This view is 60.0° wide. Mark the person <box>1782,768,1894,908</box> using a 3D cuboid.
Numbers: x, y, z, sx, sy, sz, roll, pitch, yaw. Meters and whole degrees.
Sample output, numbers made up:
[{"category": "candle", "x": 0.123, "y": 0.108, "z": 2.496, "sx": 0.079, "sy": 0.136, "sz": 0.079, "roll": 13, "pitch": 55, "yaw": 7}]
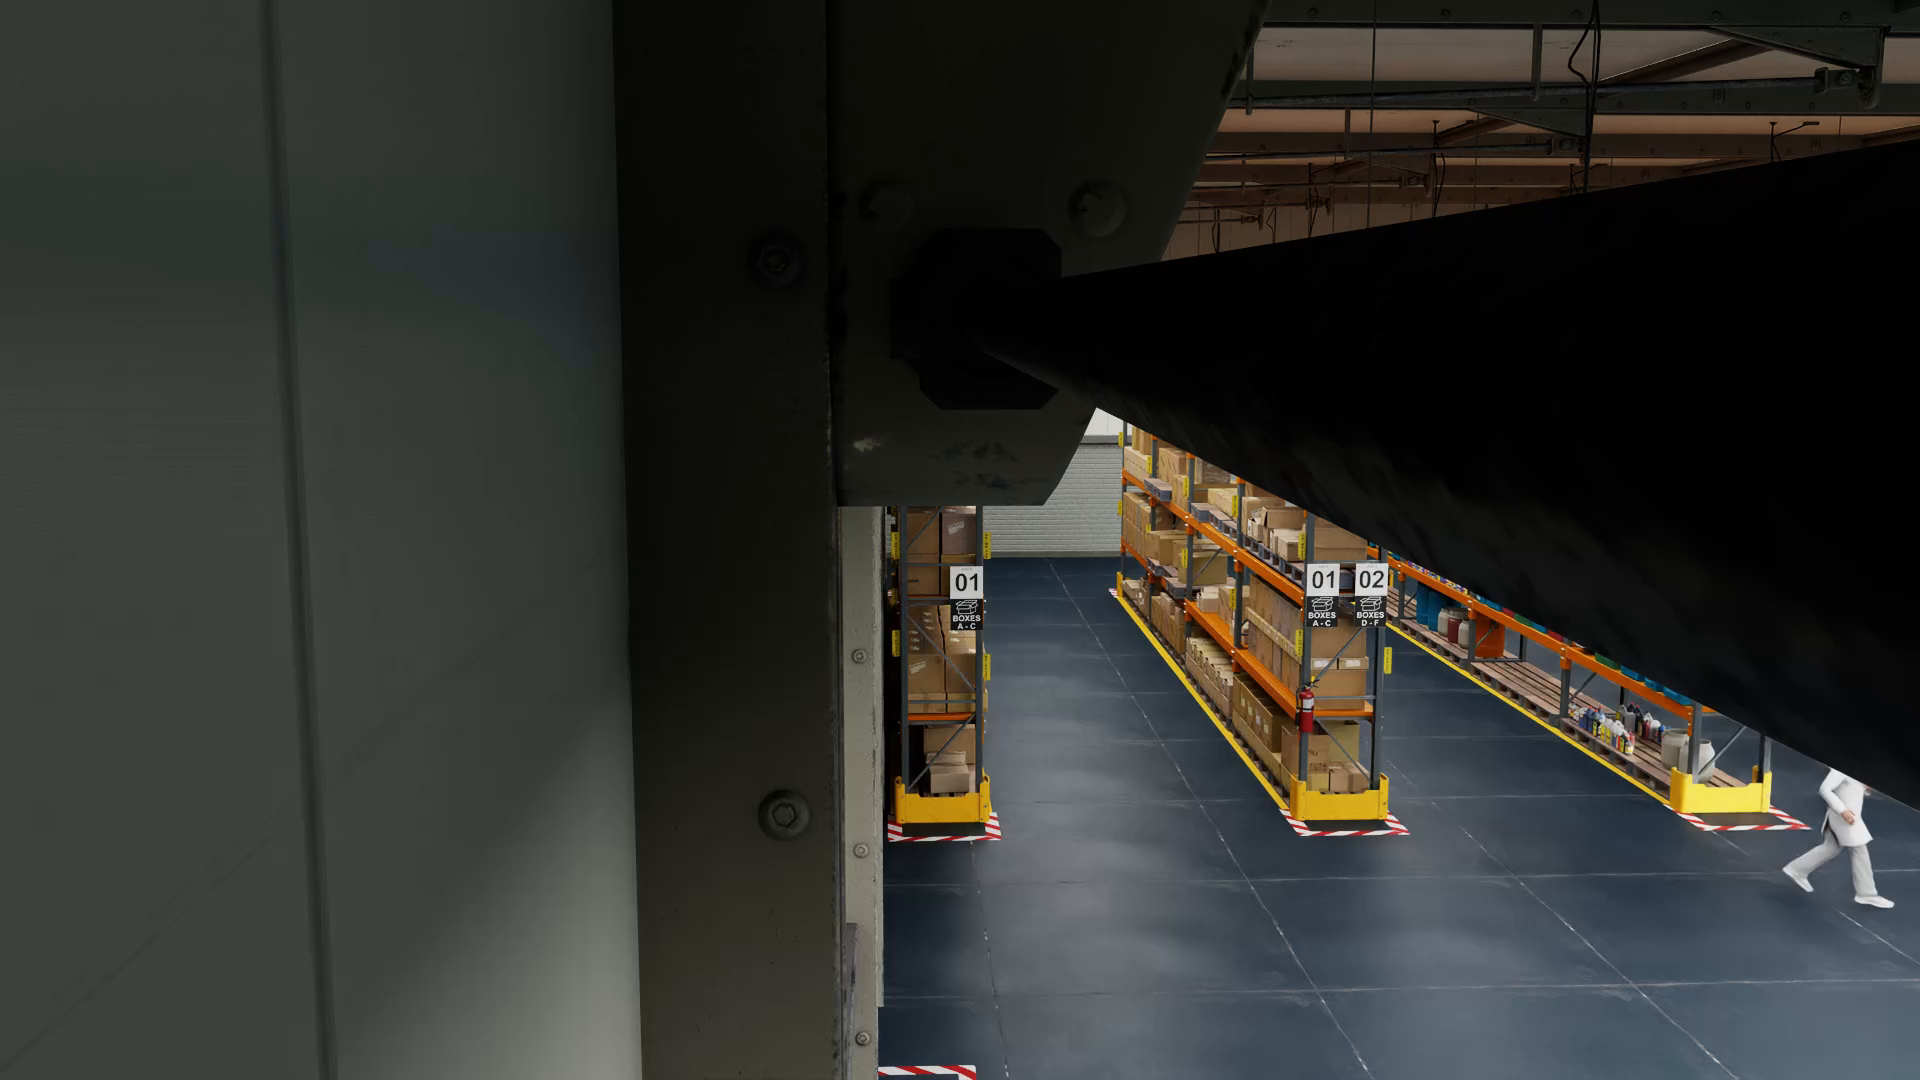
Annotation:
[{"category": "person", "x": 9.351, "y": 2.960, "z": 17.613, "sx": 1.063, "sy": 1.765, "sz": 0.701, "roll": 3, "pitch": 9, "yaw": 20}]
